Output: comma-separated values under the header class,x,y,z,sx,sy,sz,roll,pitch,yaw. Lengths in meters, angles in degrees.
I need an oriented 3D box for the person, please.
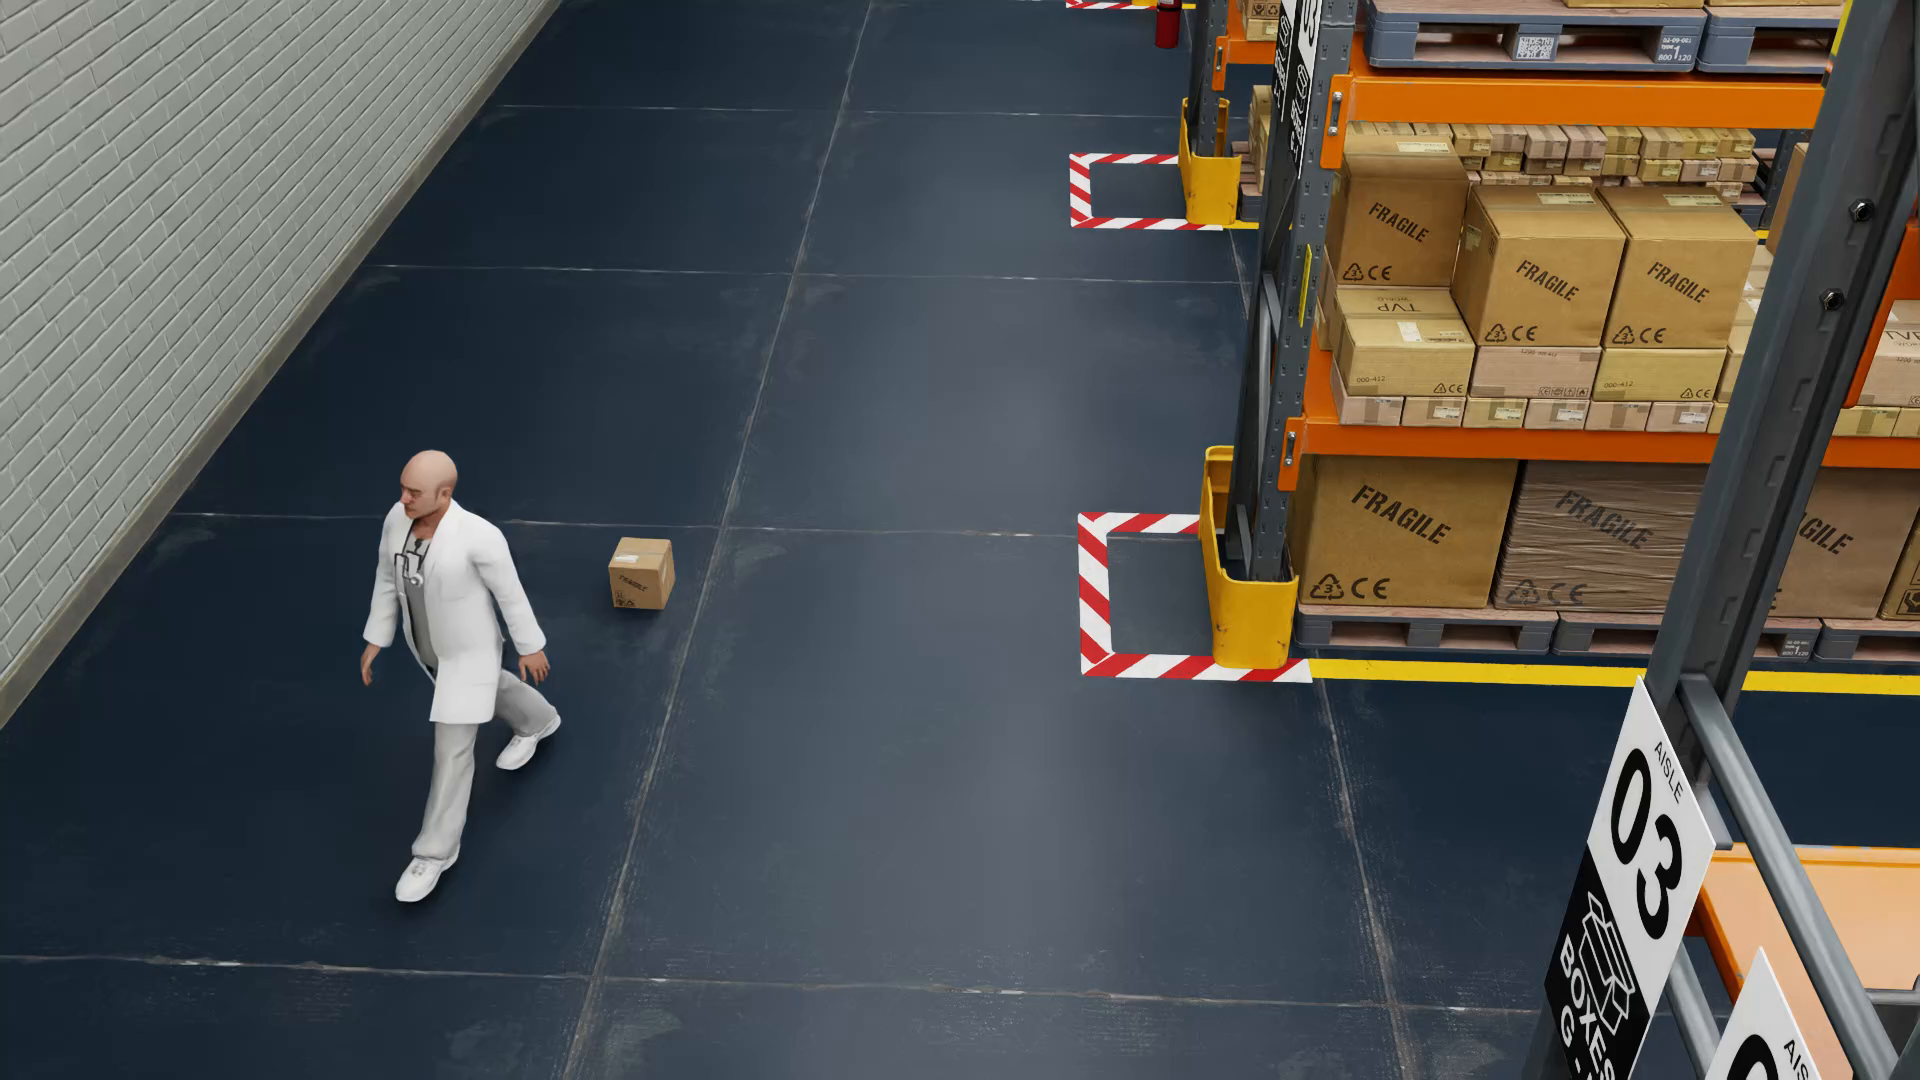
class,x,y,z,sx,sy,sz,roll,pitch,yaw
person,-2.026,0.432,6.501,0.620,1.710,1.144,21,40,27
